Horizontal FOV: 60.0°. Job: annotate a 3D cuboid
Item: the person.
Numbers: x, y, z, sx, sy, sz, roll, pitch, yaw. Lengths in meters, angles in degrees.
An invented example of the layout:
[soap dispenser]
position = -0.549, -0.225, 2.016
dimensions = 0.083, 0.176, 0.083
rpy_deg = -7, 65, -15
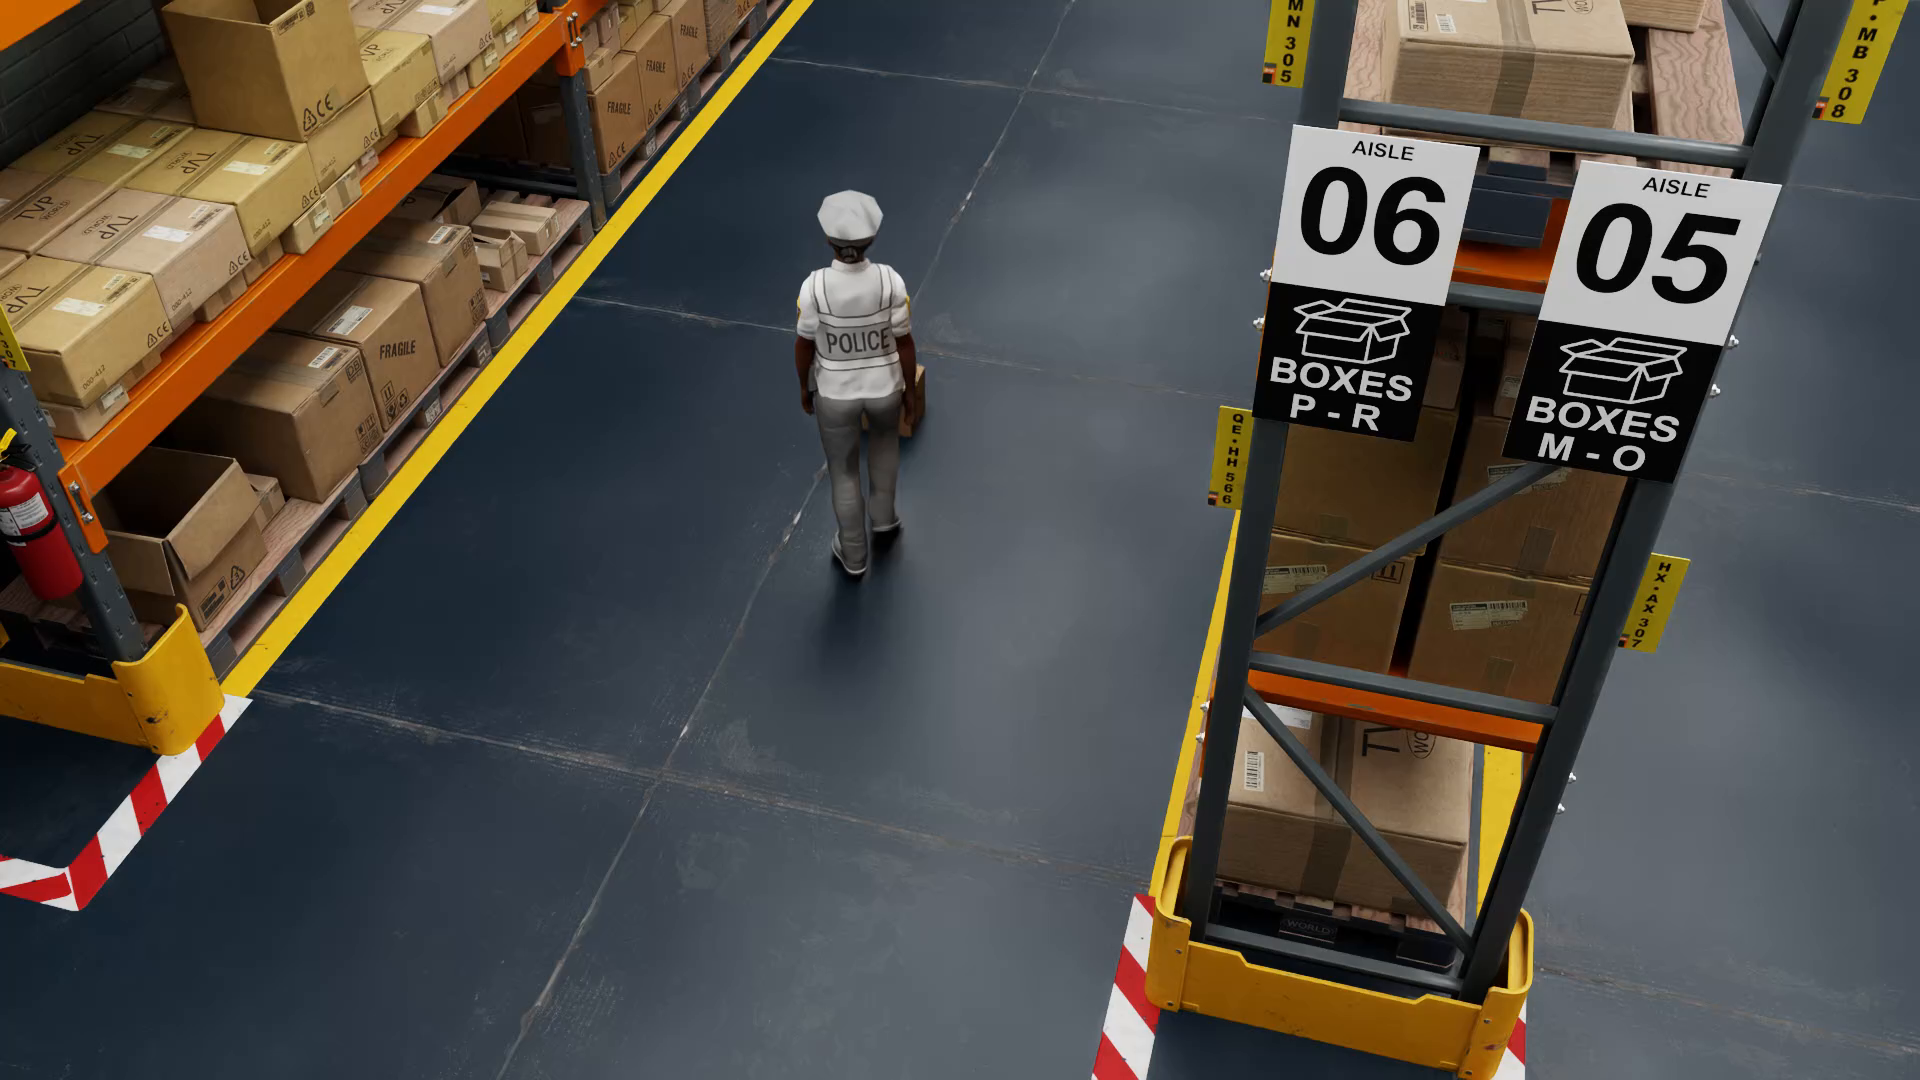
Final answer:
[person]
position = -0.417, -0.592, 6.825
dimensions = 0.447, 1.710, 0.414
rpy_deg = -11, 42, -12
